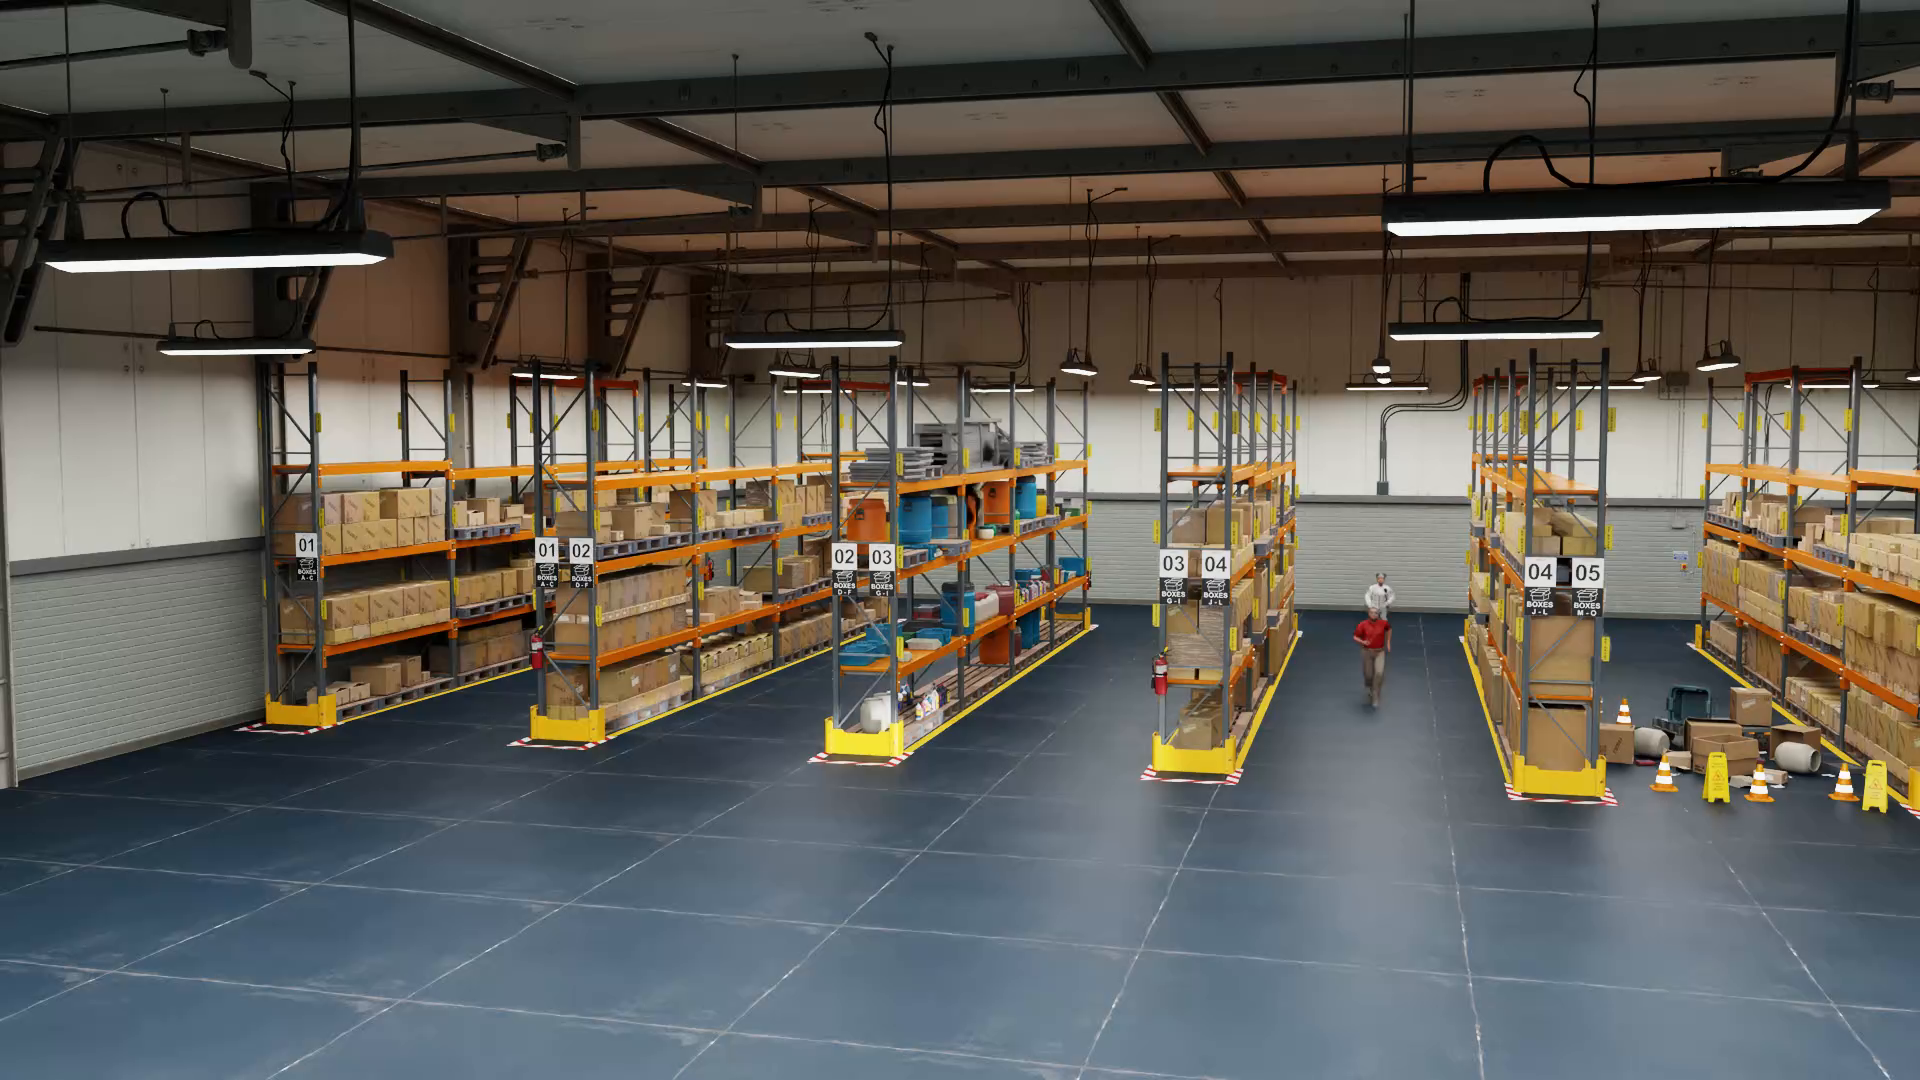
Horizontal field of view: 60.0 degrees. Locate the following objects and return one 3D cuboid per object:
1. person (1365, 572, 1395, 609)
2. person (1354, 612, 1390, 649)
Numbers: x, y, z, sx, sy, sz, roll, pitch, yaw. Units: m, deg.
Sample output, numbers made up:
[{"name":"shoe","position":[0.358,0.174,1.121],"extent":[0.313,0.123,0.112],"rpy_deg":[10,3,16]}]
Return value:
[{"name":"person","position":[9.440,1.550,37.387],"extent":[0.668,1.659,0.523],"rpy_deg":[1,4,20]},{"name":"person","position":[7.361,1.606,29.658],"extent":[0.659,0.685,0.429],"rpy_deg":[0,4,6]}]
